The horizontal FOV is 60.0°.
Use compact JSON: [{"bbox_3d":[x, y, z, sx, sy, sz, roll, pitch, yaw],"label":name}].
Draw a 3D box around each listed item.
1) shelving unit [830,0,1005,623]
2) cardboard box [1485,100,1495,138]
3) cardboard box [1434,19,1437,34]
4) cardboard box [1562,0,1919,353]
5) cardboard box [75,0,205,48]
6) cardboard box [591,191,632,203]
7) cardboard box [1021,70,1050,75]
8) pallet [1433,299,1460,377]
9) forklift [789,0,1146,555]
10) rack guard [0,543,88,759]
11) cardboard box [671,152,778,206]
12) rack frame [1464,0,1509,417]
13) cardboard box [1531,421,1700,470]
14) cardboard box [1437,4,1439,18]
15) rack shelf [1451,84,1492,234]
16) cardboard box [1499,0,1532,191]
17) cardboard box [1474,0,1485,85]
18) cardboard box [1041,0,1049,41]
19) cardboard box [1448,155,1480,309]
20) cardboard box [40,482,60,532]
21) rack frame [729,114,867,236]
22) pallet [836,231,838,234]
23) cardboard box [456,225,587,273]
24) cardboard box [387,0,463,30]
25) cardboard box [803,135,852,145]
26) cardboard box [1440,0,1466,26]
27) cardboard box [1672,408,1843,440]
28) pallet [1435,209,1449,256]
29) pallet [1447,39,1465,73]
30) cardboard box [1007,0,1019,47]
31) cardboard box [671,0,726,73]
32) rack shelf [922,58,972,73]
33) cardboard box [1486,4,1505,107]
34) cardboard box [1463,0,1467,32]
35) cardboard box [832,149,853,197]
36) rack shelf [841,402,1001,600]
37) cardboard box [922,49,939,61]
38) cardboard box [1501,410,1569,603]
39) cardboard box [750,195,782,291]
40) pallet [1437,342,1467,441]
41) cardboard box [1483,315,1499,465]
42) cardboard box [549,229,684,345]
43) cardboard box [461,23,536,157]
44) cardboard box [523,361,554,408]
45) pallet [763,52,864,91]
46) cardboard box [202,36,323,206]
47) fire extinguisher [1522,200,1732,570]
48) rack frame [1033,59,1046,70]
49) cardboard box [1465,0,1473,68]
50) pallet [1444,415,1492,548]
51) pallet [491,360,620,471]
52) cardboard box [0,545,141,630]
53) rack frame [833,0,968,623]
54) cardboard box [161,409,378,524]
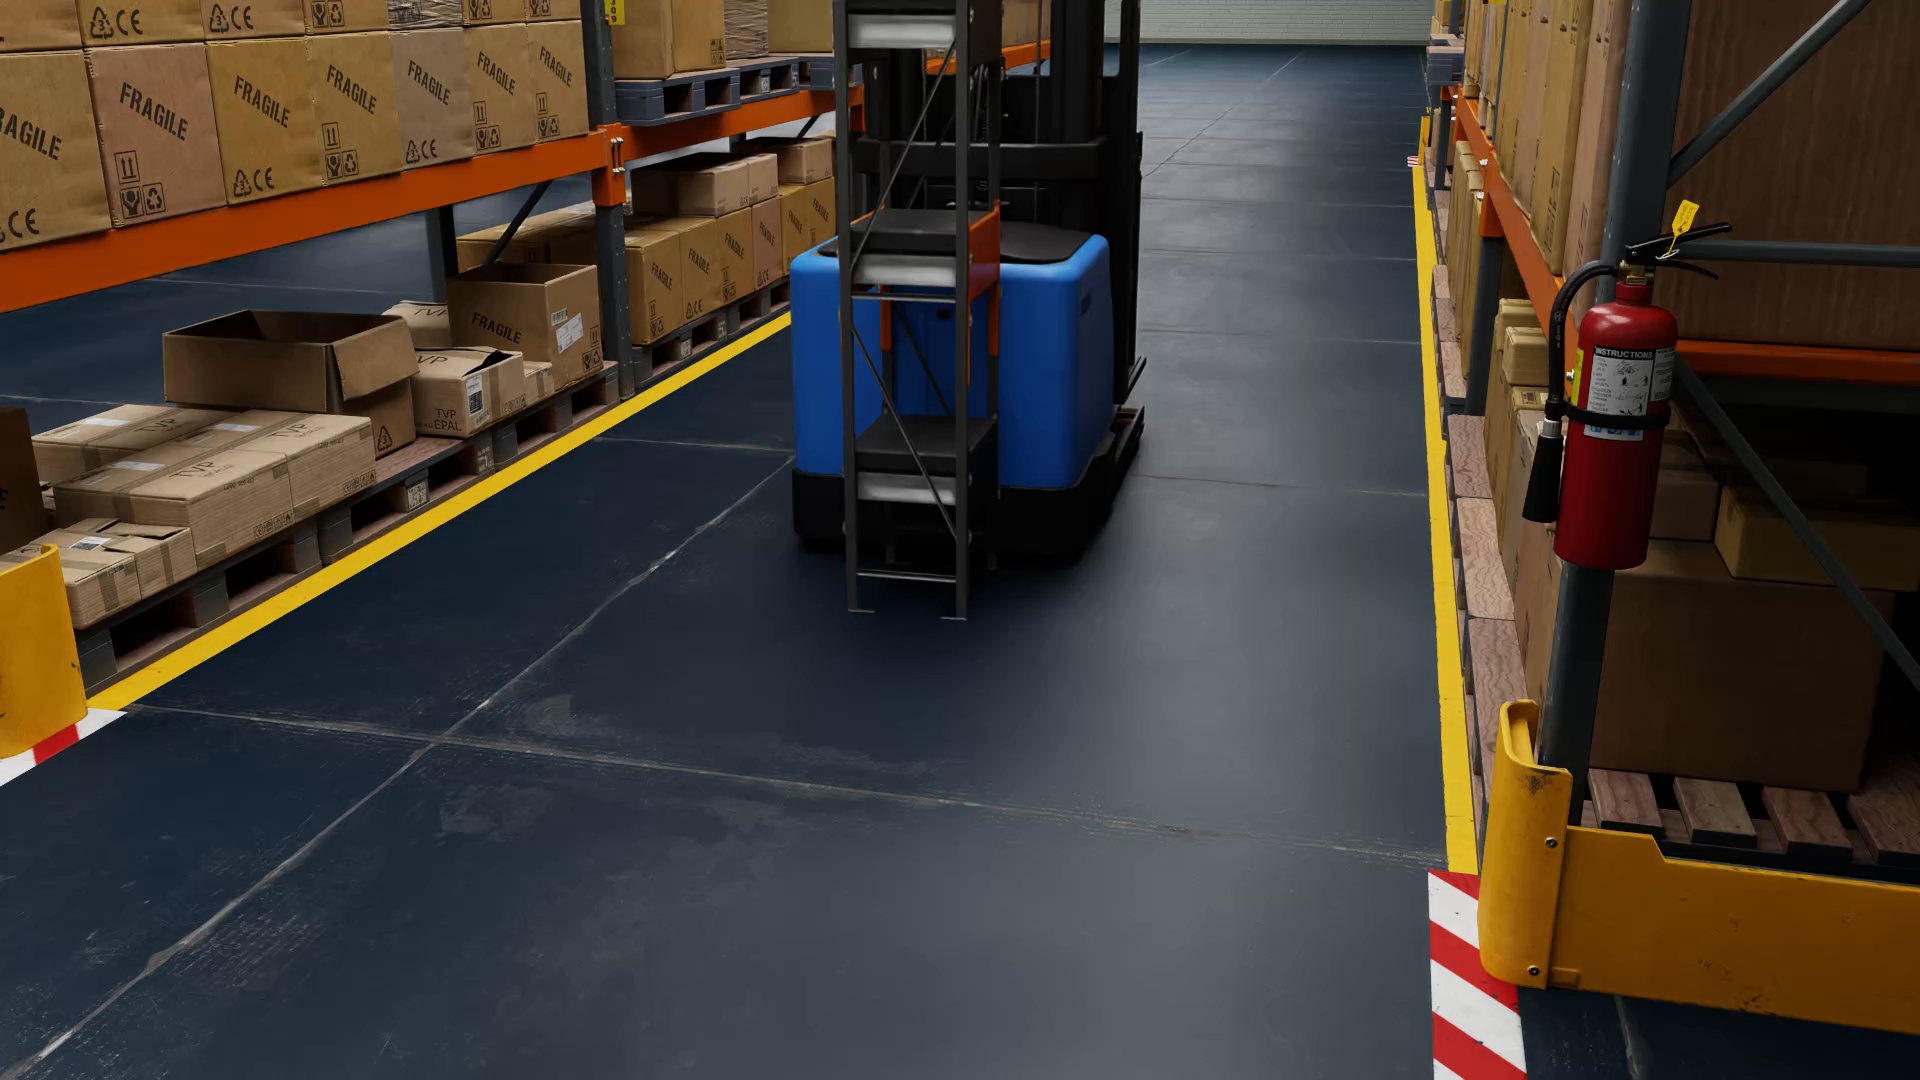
[{"bbox_3d":[-0.120,-0.817,5.331,0.431,2.100,0.503,4,19,12],"label":"shelving unit"},{"bbox_3d":[2.535,-1.865,7.364,0.380,0.149,0.250,5,19,14],"label":"cardboard box"},{"bbox_3d":[4.949,-5.014,16.427,0.500,0.250,0.500,4,19,13],"label":"cardboard box"},{"bbox_3d":[1.825,-0.814,3.465,0.980,0.700,0.700,6,20,16],"label":"cardboard box"},{"bbox_3d":[-2.609,-1.704,4.835,0.500,0.500,0.500,5,19,14],"label":"cardboard box"},{"bbox_3d":[-1.900,-1.829,10.087,0.500,0.500,0.500,4,19,12],"label":"cardboard box"},{"bbox_3d":[0.973,-4.977,18.562,0.500,0.500,0.500,5,19,13],"label":"cardboard box"},{"bbox_3d":[3.099,-1.077,9.013,1.003,0.211,1.213,5,19,13],"label":"pallet"},{"bbox_3d":[0.212,-1.774,6.846,1.130,2.935,3.031,4,19,12],"label":"forklift"},{"bbox_3d":[-3.075,0.258,4.659,1.175,0.500,0.348,5,19,13],"label":"rack guard"},{"bbox_3d":[-1.396,-2.138,9.833,0.500,0.250,0.500,4,19,12],"label":"cardboard box"},{"bbox_3d":[2.688,-1.765,6.714,1.000,3.000,0.127,5,19,13],"label":"rack frame"},{"bbox_3d":[1.701,-0.196,4.335,0.380,0.149,0.250,5,20,15],"label":"cardboard box"},{"bbox_3d":[4.834,-5.215,15.857,0.500,0.500,0.500,5,20,15],"label":"cardboard box"},{"bbox_3d":[3.177,-2.051,8.666,1.077,0.370,4.000,5,19,13],"label":"rack shelf"},{"bbox_3d":[2.356,-1.510,5.503,0.980,0.700,0.700,4,19,12],"label":"cardboard box"},{"bbox_3d":[2.919,-2.601,8.517,0.500,0.500,0.500,5,20,15],"label":"cardboard box"},{"bbox_3d":[0.565,-5.653,17.943,0.700,0.500,0.500,5,20,15],"label":"cardboard box"},{"bbox_3d":[3.138,-1.706,9.217,0.750,0.750,0.750,5,19,13],"label":"cardboard box"},{"bbox_3d":[-3.014,-0.078,5.479,0.380,0.166,0.250,5,19,13],"label":"cardboard box"},{"bbox_3d":[-1.139,-3.409,11.527,1.000,3.000,0.127,5,19,13],"label":"rack frame"},{"bbox_3d":[-0.900,-2.344,12.724,1.003,0.211,1.213,5,19,13],"label":"pallet"},{"bbox_3d":[-2.274,-1.358,8.708,0.500,0.500,0.500,5,19,13],"label":"cardboard box"},{"bbox_3d":[-2.235,-2.178,6.221,0.500,0.500,0.500,5,19,14],"label":"cardboard box"},{"bbox_3d":[-1.003,-3.077,13.291,0.500,0.311,0.500,5,19,13],"label":"cardboard box"},{"bbox_3d":[4.458,-4.738,14.460,0.500,0.500,0.500,5,19,13],"label":"cardboard box"},{"bbox_3d":[2.133,-0.244,4.474,0.380,0.149,0.250,5,19,14],"label":"cardboard box"},{"bbox_3d":[4.158,-2.325,12.668,1.003,0.211,1.213,5,19,13],"label":"pallet"},{"bbox_3d":[4.109,-3.552,12.242,1.003,0.211,1.213,5,19,13],"label":"pallet"},{"bbox_3d":[0.189,-5.172,16.535,0.700,0.500,0.500,5,19,14],"label":"cardboard box"},{"bbox_3d":[-1.677,-2.752,8.801,0.700,0.500,0.500,8,20,22],"label":"cardboard box"},{"bbox_3d":[-0.651,-3.695,13.478,1.077,0.370,4.000,5,19,13],"label":"rack shelf"},{"bbox_3d":[2.556,-2.127,7.129,0.500,0.500,0.500,4,19,13],"label":"cardboard box"},{"bbox_3d":[4.485,-4.371,13.509,0.700,0.500,0.500,5,19,14],"label":"cardboard box"},{"bbox_3d":[-0.727,-2.713,12.225,0.500,0.311,0.500,5,20,15],"label":"cardboard box"},{"bbox_3d":[-0.120,-0.142,5.562,0.431,0.518,0.480,4,19,12],"label":"rack shelf"},{"bbox_3d":[-0.494,-4.305,13.997,0.500,0.500,0.500,6,20,17],"label":"cardboard box"},{"bbox_3d":[2.029,-0.069,4.966,0.700,0.500,0.500,4,19,12],"label":"cardboard box"},{"bbox_3d":[-1.389,-1.795,9.989,0.500,0.500,0.500,4,19,11],"label":"cardboard box"},{"bbox_3d":[2.803,-0.693,7.890,1.003,0.211,1.213,5,19,13],"label":"pallet"},{"bbox_3d":[2.406,-0.554,6.388,0.700,0.500,0.500,5,19,14],"label":"cardboard box"},{"bbox_3d":[-1.762,-1.313,8.576,0.500,0.500,0.500,4,19,11],"label":"cardboard box"},{"bbox_3d":[-2.115,-1.864,6.848,0.500,0.500,0.500,5,20,15],"label":"cardboard box"},{"bbox_3d":[-2.014,-0.691,7.299,0.380,0.149,0.250,5,19,13],"label":"cardboard box"},{"bbox_3d":[-1.237,-3.100,10.919,1.213,0.211,1.003,5,19,13],"label":"pallet"},{"bbox_3d":[-2.483,-1.386,5.450,0.500,0.500,0.500,5,19,13],"label":"cardboard box"},{"bbox_3d":[1.226,-0.287,3.085,0.296,0.674,0.183,5,19,13],"label":"fire extinguisher"},{"bbox_3d":[0.815,-5.916,18.868,1.000,3.000,0.127,5,19,13],"label":"rack frame"},{"bbox_3d":[3.298,-3.084,9.931,0.500,0.500,0.500,5,20,15],"label":"cardboard box"},{"bbox_3d":[2.426,-0.213,6.485,1.003,0.211,1.213,5,19,13],"label":"pallet"},{"bbox_3d":[-2.285,-0.620,7.677,1.003,0.211,1.213,5,19,13],"label":"pallet"},{"bbox_3d":[-2.658,0.136,4.880,0.380,0.149,0.250,5,19,13],"label":"cardboard box"},{"bbox_3d":[-0.173,-0.740,5.105,0.400,2.100,0.015,4,19,12],"label":"rack frame"},{"bbox_3d":[-2.442,-0.270,5.910,0.500,0.250,0.500,5,19,13],"label":"cardboard box"}]
